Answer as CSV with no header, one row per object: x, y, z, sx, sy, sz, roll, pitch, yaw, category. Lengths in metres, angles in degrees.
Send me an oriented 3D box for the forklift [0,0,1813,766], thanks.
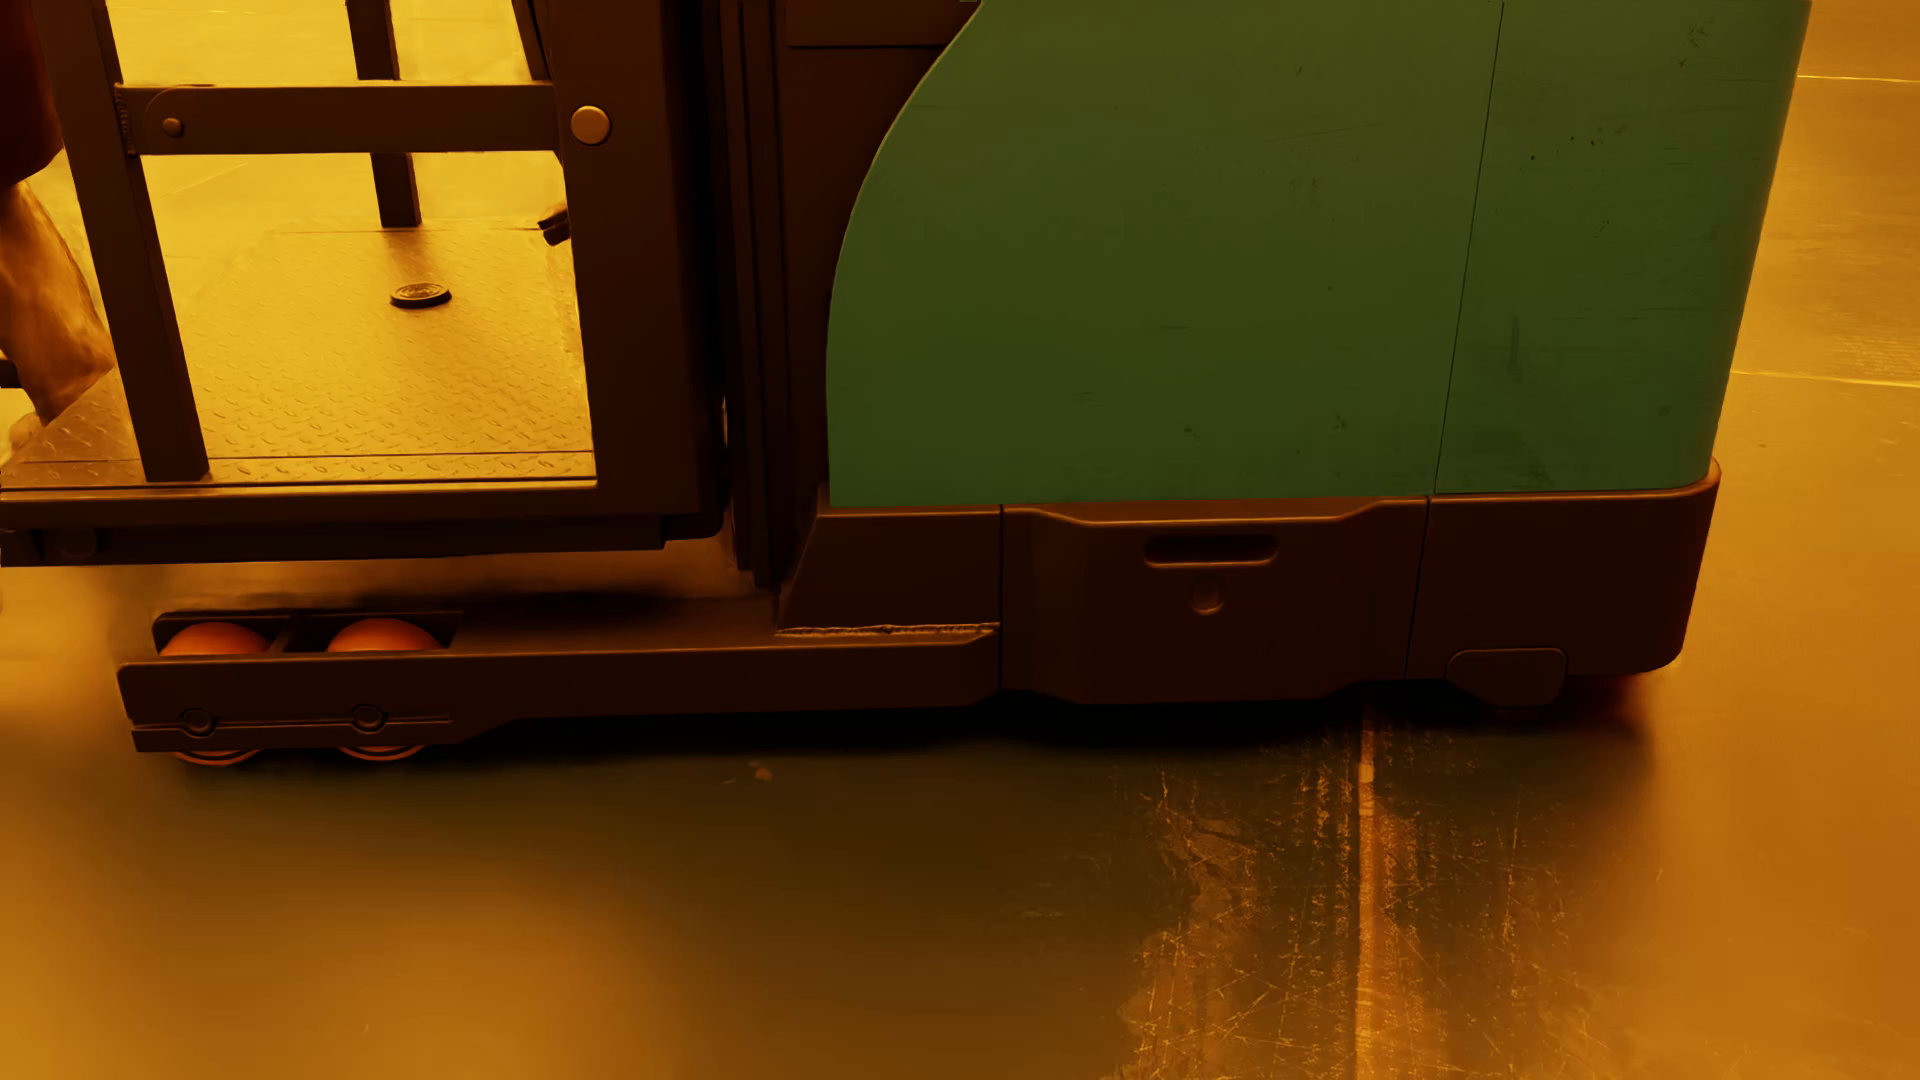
-0.624,-1.286,1.795,3.031,2.935,1.130,-1,27,-3,forklift

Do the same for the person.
-1.407,-0.718,2.099,0.751,1.523,1.147,12,29,23,person
